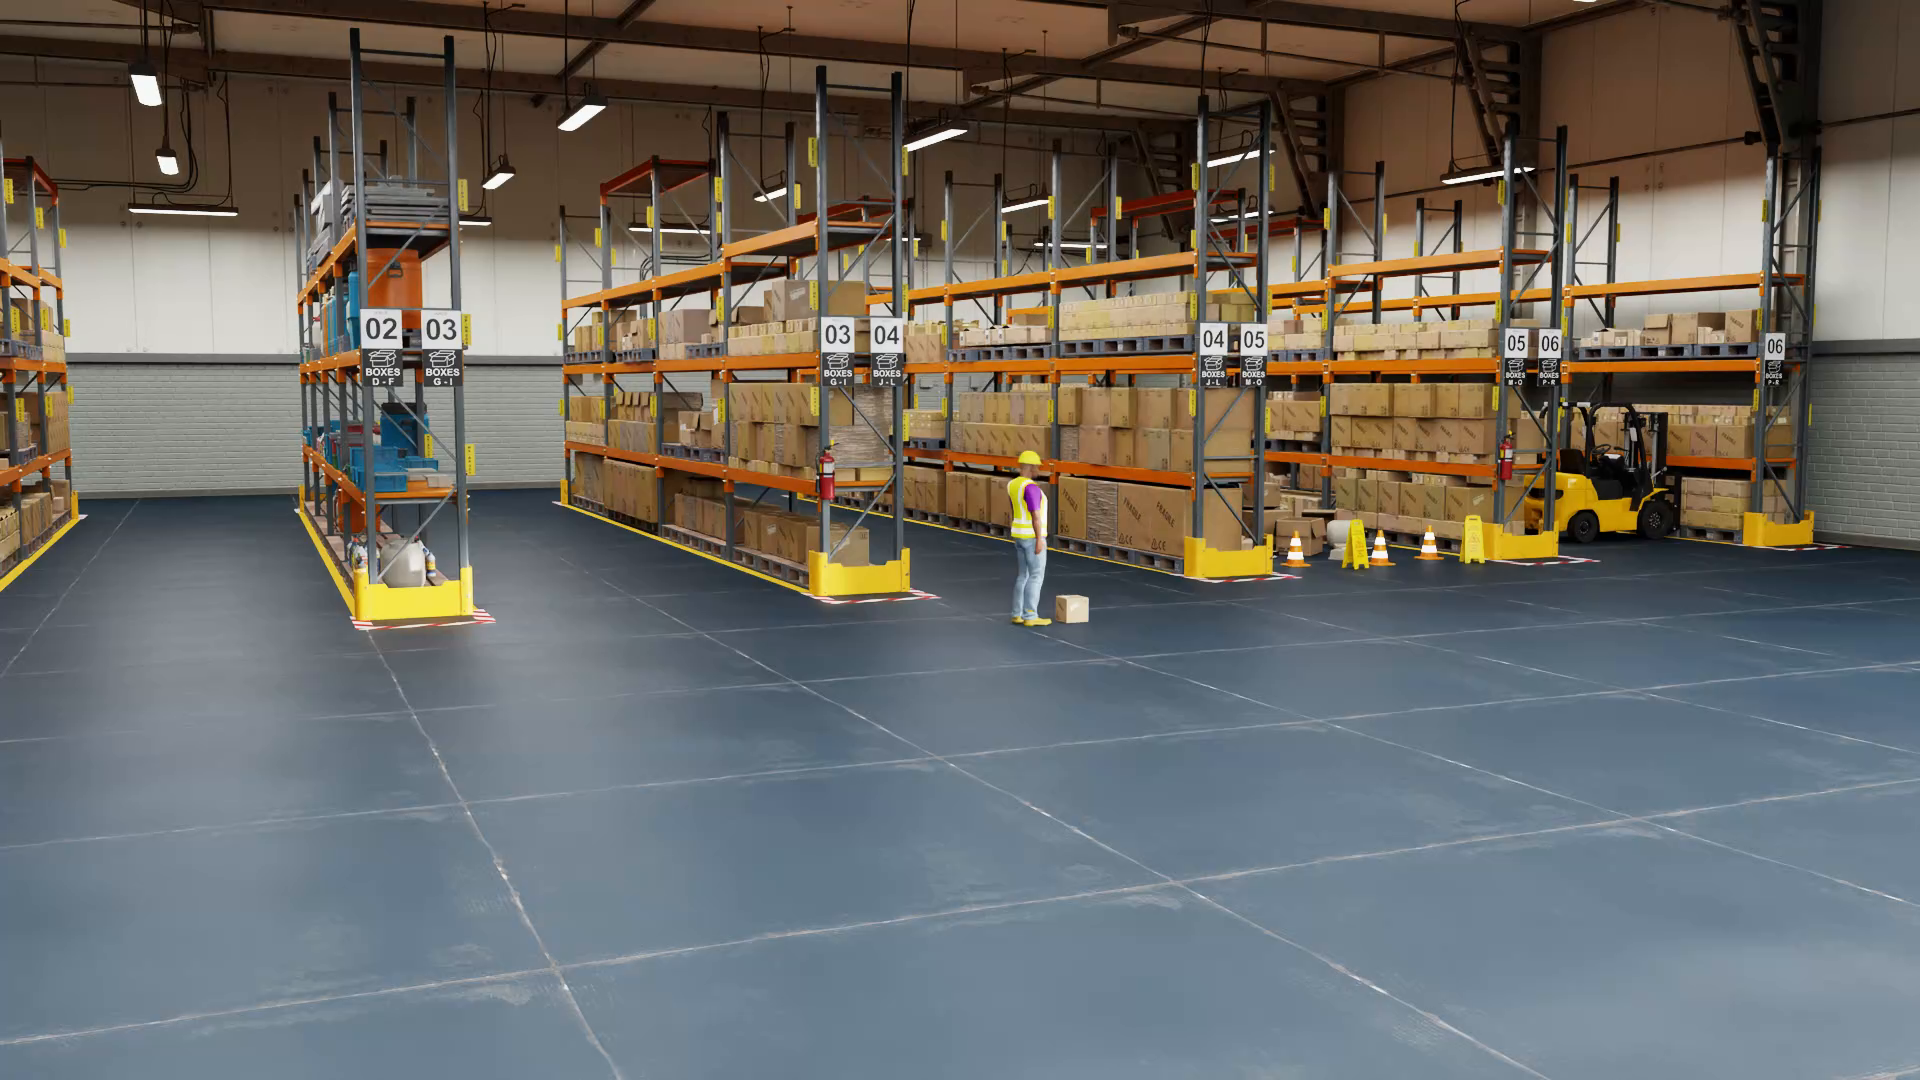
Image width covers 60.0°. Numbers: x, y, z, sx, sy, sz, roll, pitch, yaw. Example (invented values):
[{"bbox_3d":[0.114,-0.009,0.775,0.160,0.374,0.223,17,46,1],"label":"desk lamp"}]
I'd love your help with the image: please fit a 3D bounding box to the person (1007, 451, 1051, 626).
[{"bbox_3d":[0.701,-0.021,16.904,0.363,1.767,0.566,-2,6,-23],"label":"person"}]
